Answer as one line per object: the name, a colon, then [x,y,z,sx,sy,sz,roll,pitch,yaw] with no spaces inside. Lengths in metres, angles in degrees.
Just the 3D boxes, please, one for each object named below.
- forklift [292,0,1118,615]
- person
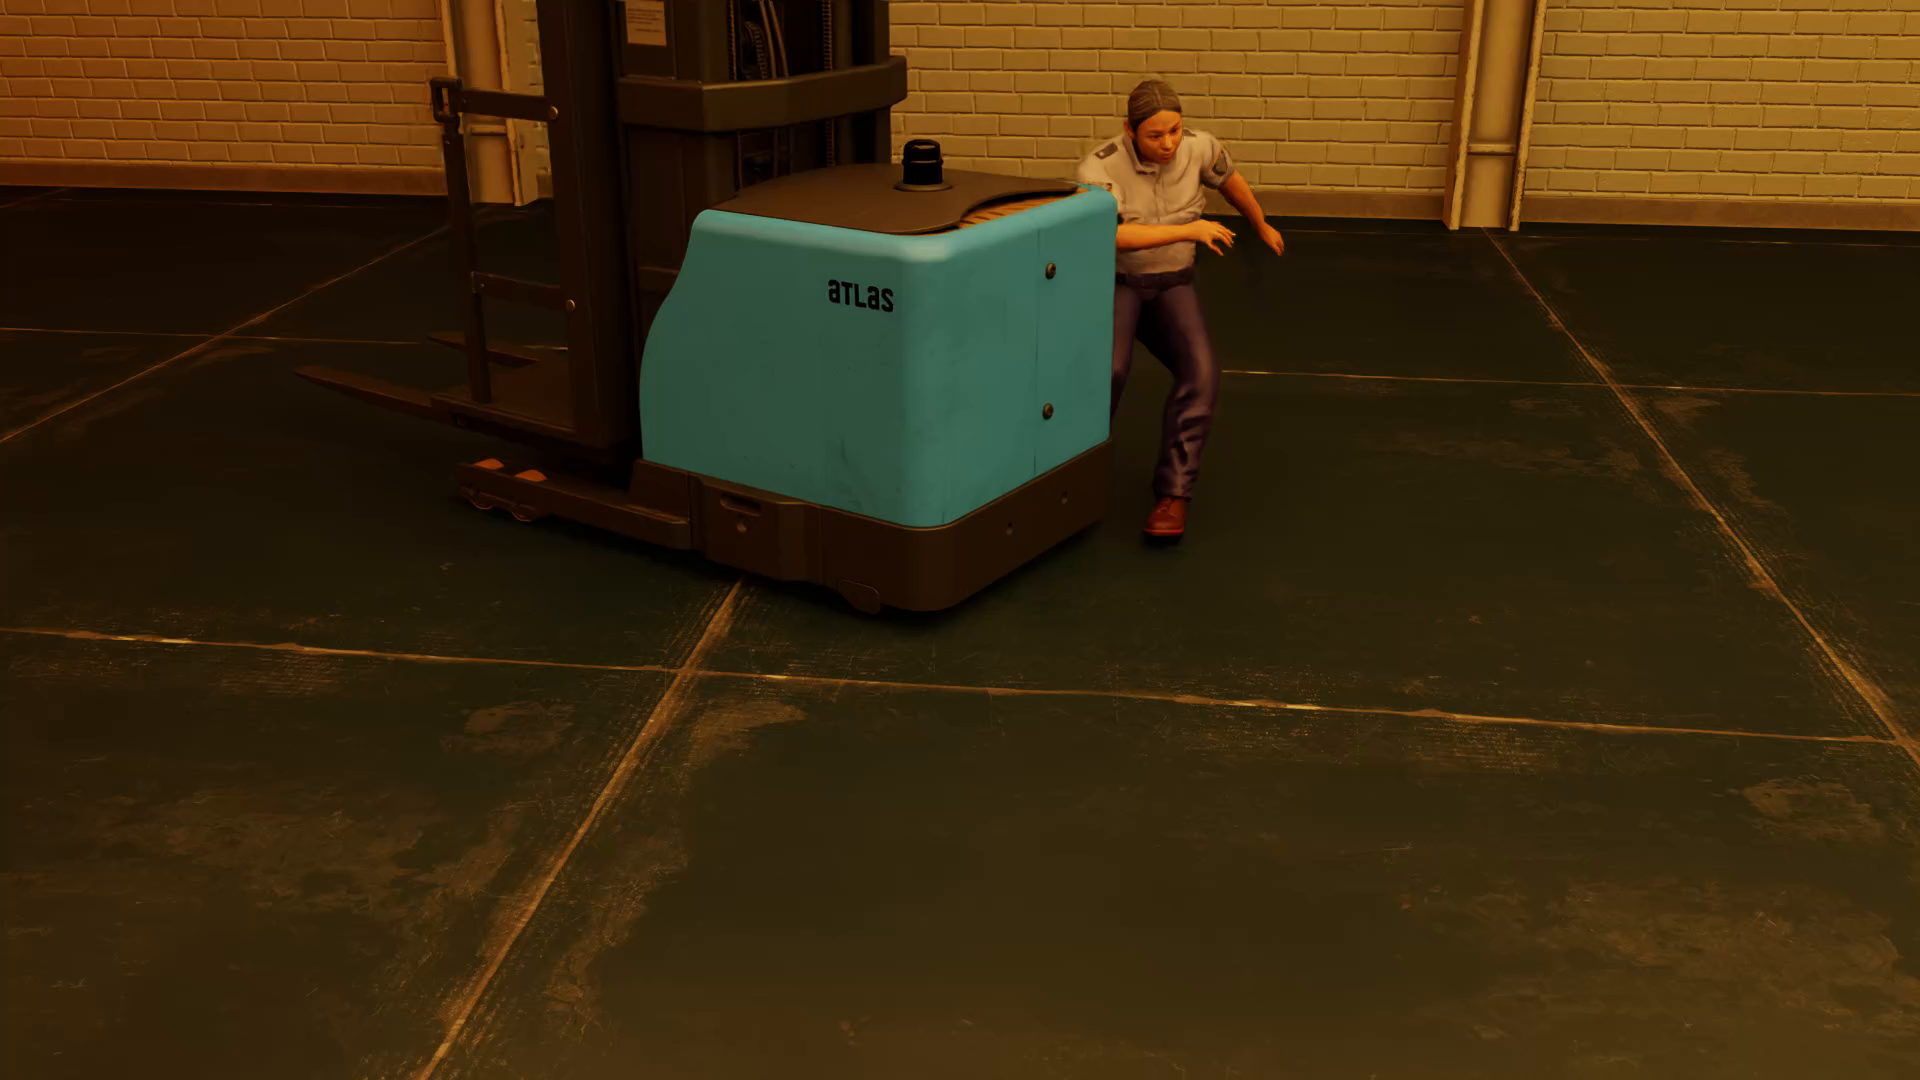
forklift: [-1.027,-1.563,5.134,3.031,2.935,1.130,14,26,32]
person: [0.726,-0.747,5.310,1.014,1.397,0.892,-5,23,-13]
